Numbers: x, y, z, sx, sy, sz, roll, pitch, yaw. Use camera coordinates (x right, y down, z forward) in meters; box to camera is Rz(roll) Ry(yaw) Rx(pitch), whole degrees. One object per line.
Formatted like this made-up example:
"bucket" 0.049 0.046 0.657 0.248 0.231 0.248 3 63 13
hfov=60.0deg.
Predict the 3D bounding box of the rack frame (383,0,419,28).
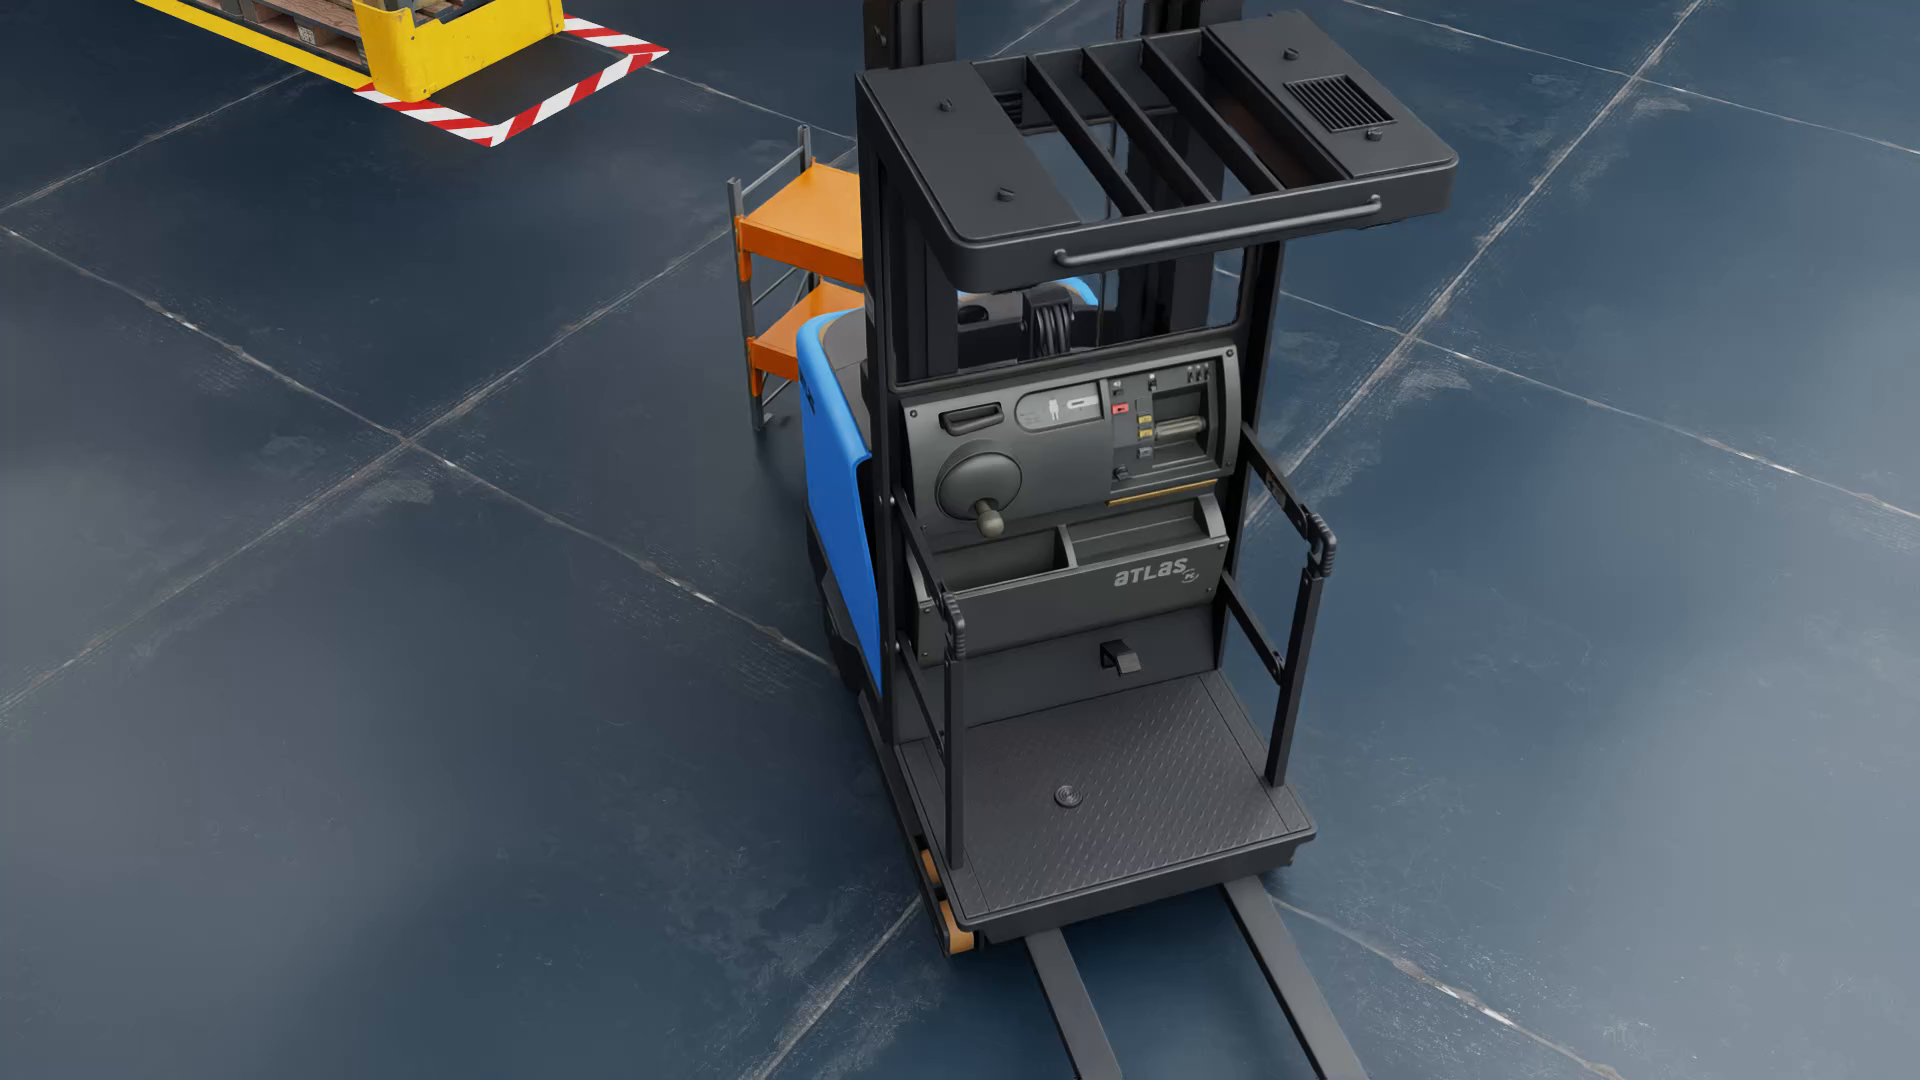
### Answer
"rack frame" -2.652 -3.784 8.229 0.127 3.000 1.000 25 48 25

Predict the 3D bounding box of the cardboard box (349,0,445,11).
"cardboard box" -3.154 -3.257 9.200 0.500 0.500 0.500 -33 51 -31

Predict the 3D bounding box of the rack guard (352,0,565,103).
"rack guard" -2.714 -2.881 9.095 0.348 0.500 1.175 25 48 25

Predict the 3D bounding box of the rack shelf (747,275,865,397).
"rack shelf" -0.265 -0.665 6.516 1.000 0.278 0.538 21 46 22

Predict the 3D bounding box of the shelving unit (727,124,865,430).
"shelving unit" -0.265 -0.847 6.353 1.048 1.125 0.538 21 46 22

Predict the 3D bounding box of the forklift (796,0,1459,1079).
"forklift" 0.375 -0.183 4.256 1.130 2.935 3.031 -12 43 -13

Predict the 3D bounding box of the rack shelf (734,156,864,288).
"rack shelf" -0.265 -1.065 6.158 1.000 0.278 0.538 21 46 22

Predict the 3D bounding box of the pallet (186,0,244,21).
"pallet" -4.354 -3.571 10.083 1.213 0.211 1.003 25 48 25

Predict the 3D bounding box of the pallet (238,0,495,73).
"pallet" -3.359 -3.104 9.560 1.213 0.211 1.003 25 48 25

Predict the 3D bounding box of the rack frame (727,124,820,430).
"rack frame" -0.708 -1.014 6.539 0.032 1.125 0.500 21 46 22
